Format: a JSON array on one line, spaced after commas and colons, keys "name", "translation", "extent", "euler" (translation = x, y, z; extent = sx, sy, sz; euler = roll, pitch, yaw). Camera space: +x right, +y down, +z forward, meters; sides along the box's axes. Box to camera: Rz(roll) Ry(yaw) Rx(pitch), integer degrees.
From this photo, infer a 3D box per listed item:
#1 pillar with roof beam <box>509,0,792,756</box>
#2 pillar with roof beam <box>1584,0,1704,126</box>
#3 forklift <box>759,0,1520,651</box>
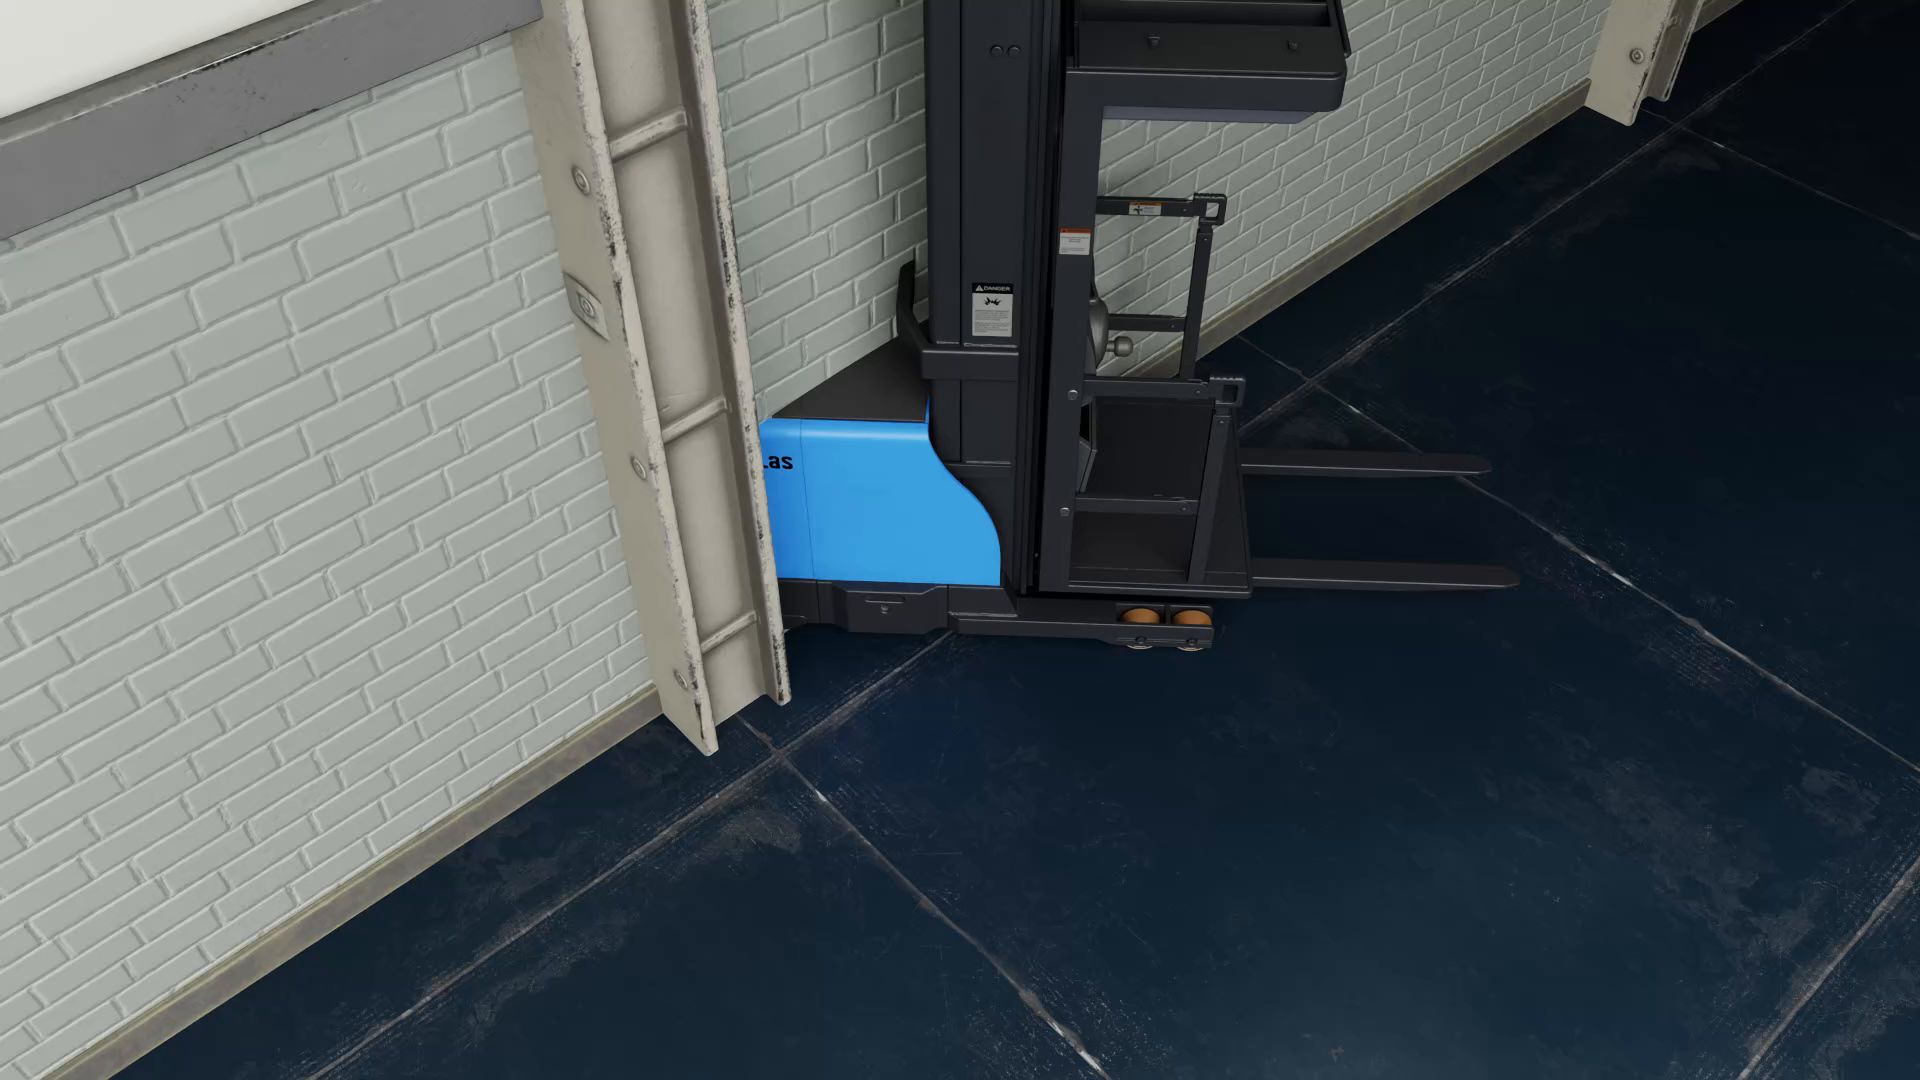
[{"name": "pillar with roof beam", "translation": [2.022, -0.106, 0.725], "extent": [0.400, 9.000, 9.100], "euler": [-34, 56, -27]}, {"name": "pillar with roof beam", "translation": [6.462, -3.072, 3.462], "extent": [0.400, 9.000, 9.100], "euler": [-34, 56, -27]}, {"name": "forklift", "translation": [0.624, -0.973, 5.653], "extent": [3.031, 2.935, 1.130], "euler": [2, 47, 2]}]
